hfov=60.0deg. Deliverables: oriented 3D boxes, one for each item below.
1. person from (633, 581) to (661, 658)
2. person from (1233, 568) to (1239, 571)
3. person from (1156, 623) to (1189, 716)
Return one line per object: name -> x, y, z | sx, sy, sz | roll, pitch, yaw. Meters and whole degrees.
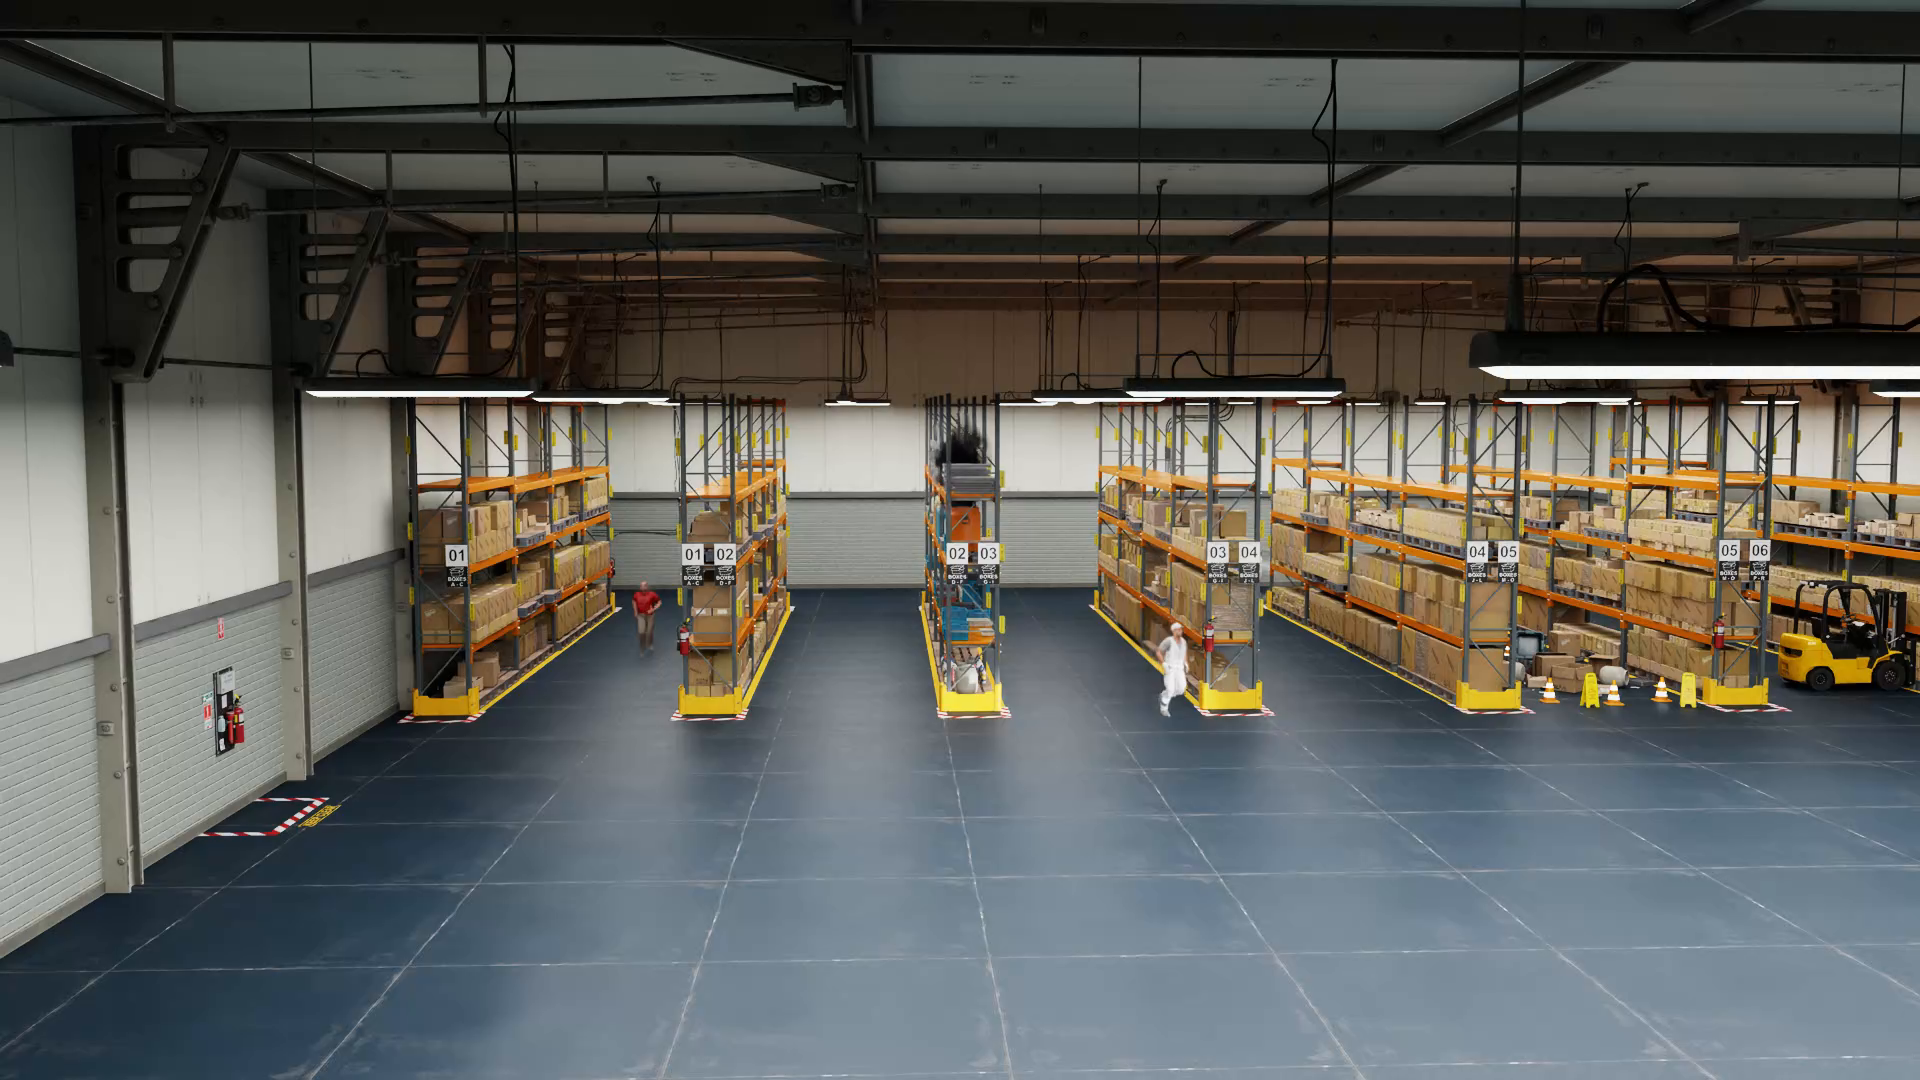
person -> -7.252, 1.834, 38.568 | 0.675, 1.788, 0.793 | 0, 5, 0
person -> 7.904, 1.064, 48.706 | 0.711, 1.667, 0.714 | -1, 5, -17
person -> 4.006, 2.416, 31.160 | 0.708, 1.738, 0.561 | -2, 5, -27
